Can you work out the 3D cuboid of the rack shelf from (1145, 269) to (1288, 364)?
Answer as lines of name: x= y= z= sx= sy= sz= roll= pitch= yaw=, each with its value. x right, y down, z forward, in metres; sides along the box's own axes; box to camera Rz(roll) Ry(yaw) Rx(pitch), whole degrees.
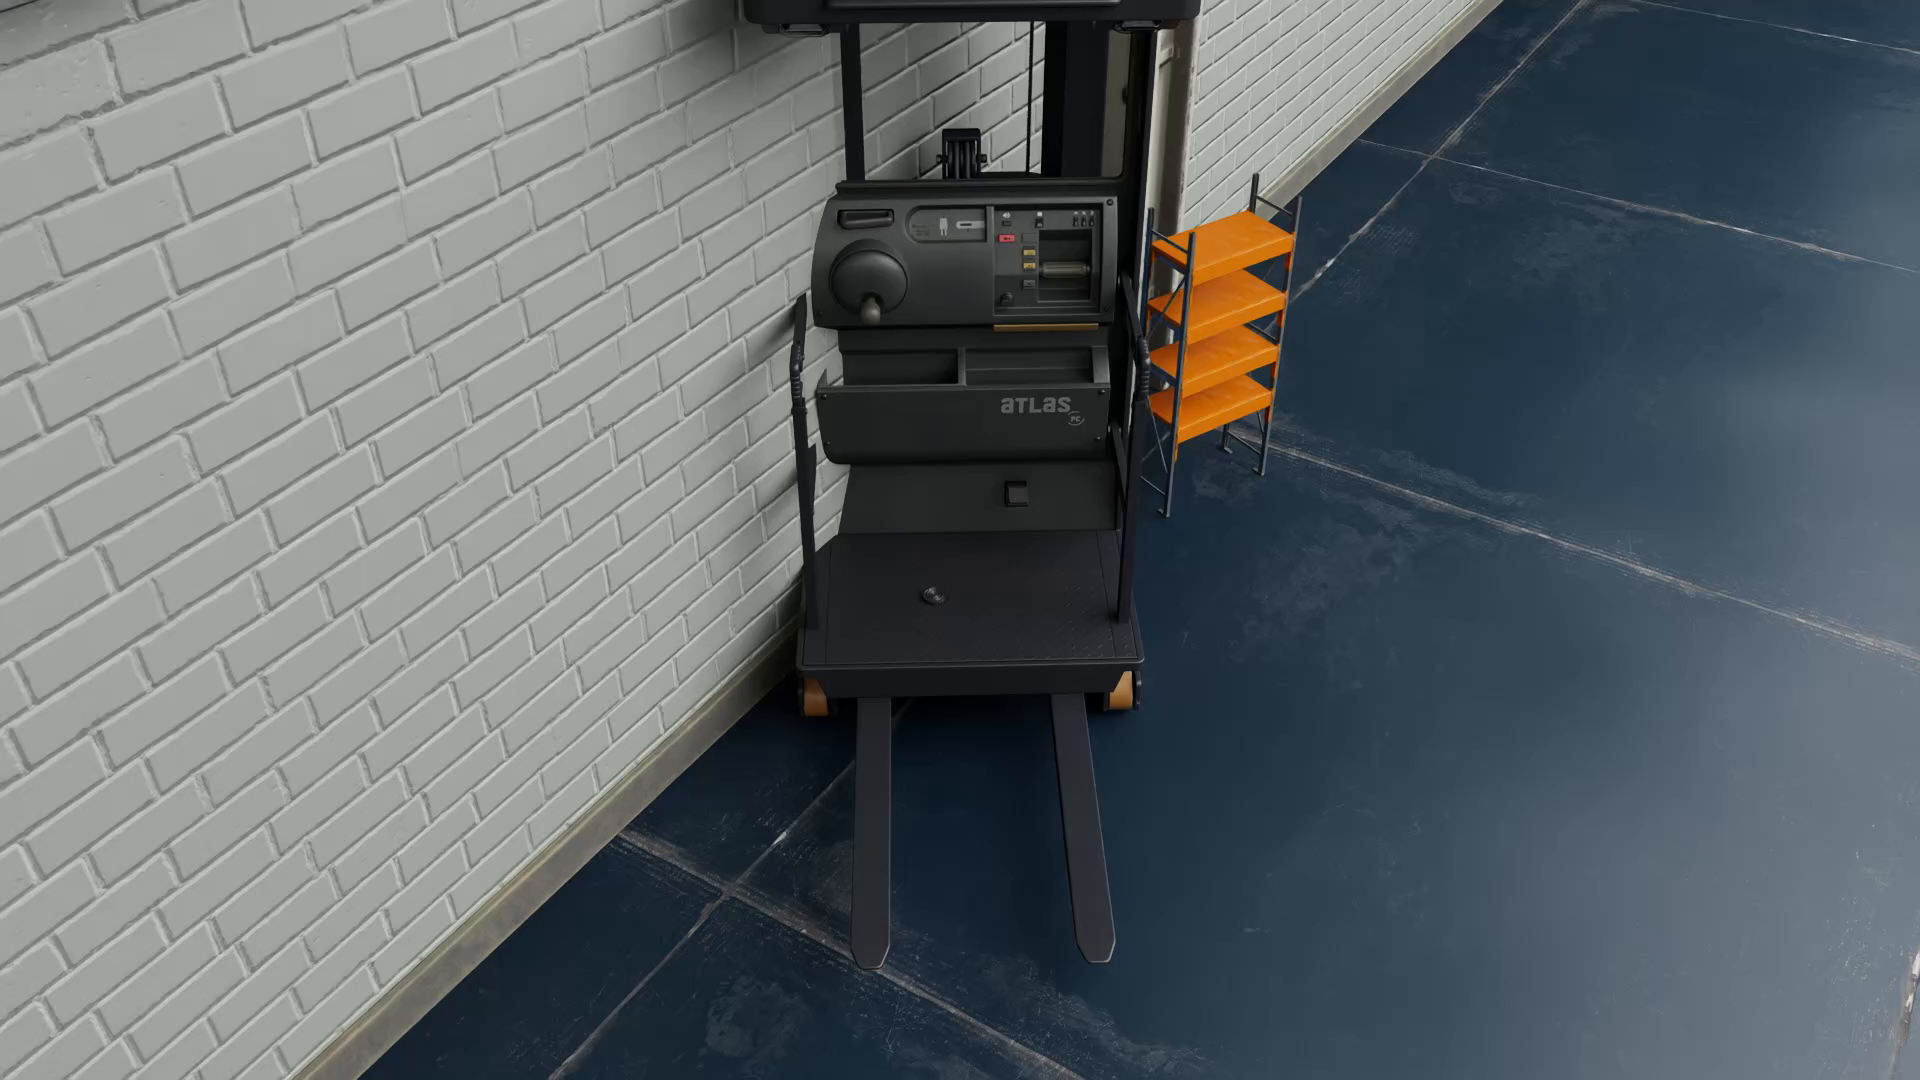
rack shelf: x=0.929 y=-0.830 z=6.088 sx=0.480 sy=0.148 sz=0.258 roll=-23 pitch=43 yaw=-27

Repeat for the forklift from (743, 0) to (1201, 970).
forklift: x=0.019 y=-0.778 z=4.858 sx=1.130 sy=2.935 sz=3.031 roll=-1 pitch=38 yaw=-1

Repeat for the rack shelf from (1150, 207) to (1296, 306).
rack shelf: x=0.929 y=-1.018 z=5.944 sx=0.480 sy=0.148 sz=0.258 roll=-23 pitch=43 yaw=-27

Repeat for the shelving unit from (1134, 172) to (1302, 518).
shelving unit: x=0.929 y=-0.706 z=6.184 sx=0.503 sy=1.200 sz=0.258 roll=-23 pitch=43 yaw=-27

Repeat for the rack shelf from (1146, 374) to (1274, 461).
rack shelf: x=0.929 y=-0.496 z=6.346 sx=0.480 sy=0.148 sz=0.258 roll=-23 pitch=43 yaw=-27

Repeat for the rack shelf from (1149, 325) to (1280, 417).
rack shelf: x=0.929 y=-0.653 z=6.225 sx=0.480 sy=0.148 sz=0.258 roll=-23 pitch=43 yaw=-27

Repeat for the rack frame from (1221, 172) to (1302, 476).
rack frame: x=1.130 y=-0.791 z=6.293 sx=0.015 sy=1.200 sz=0.240 roll=-23 pitch=43 yaw=-27

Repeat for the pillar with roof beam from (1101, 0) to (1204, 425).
pillar with roof beam: x=4.296 y=-2.768 z=2.469 sx=9.100 sy=9.000 sz=0.400 roll=21 pitch=42 yaw=25

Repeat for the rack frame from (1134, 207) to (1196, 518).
rack frame: x=0.728 y=-0.622 z=6.075 sx=0.015 sy=1.200 sz=0.240 roll=-23 pitch=43 yaw=-27
